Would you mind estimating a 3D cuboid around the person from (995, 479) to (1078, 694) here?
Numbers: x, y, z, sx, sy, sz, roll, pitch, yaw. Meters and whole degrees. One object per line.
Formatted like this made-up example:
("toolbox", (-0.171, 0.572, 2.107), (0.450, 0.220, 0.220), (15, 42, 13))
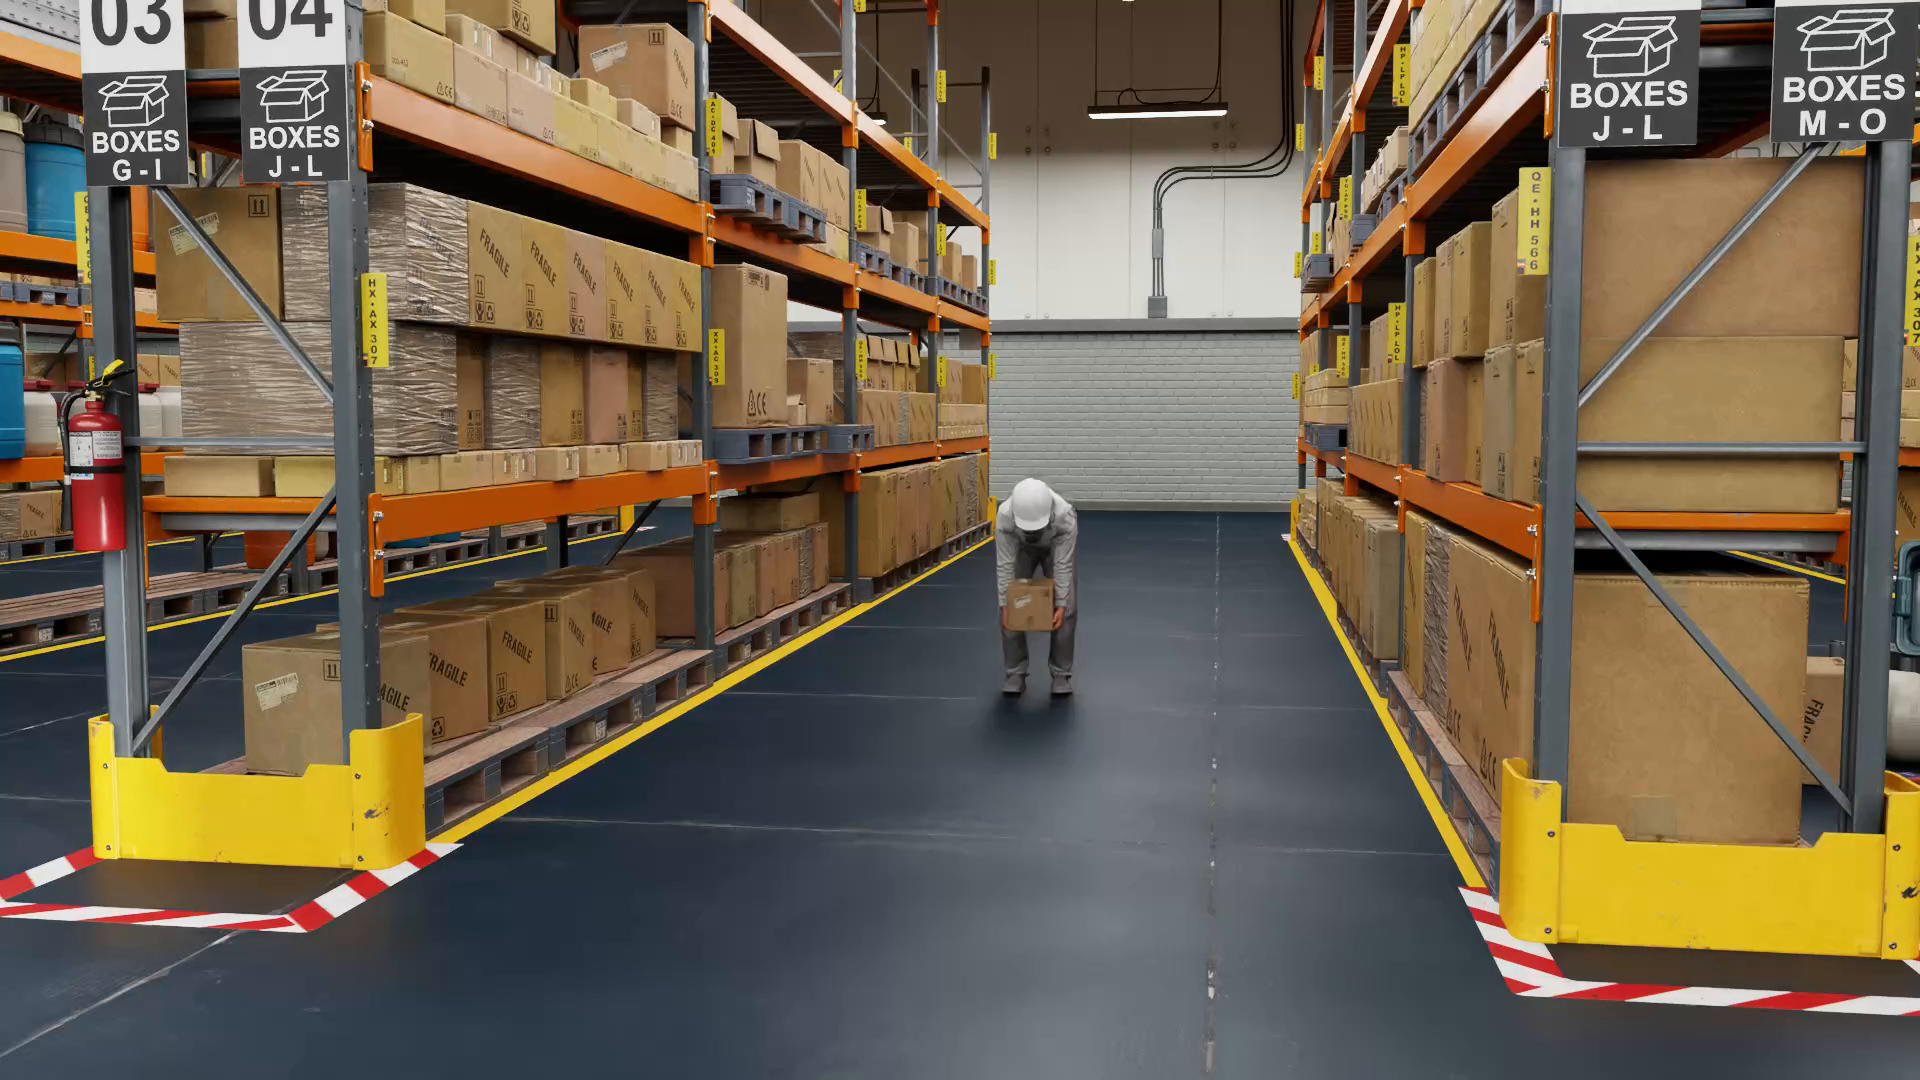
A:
("person", (0.428, 0.268, 9.355), (0.462, 1.258, 0.981), (1, 4, 7))
